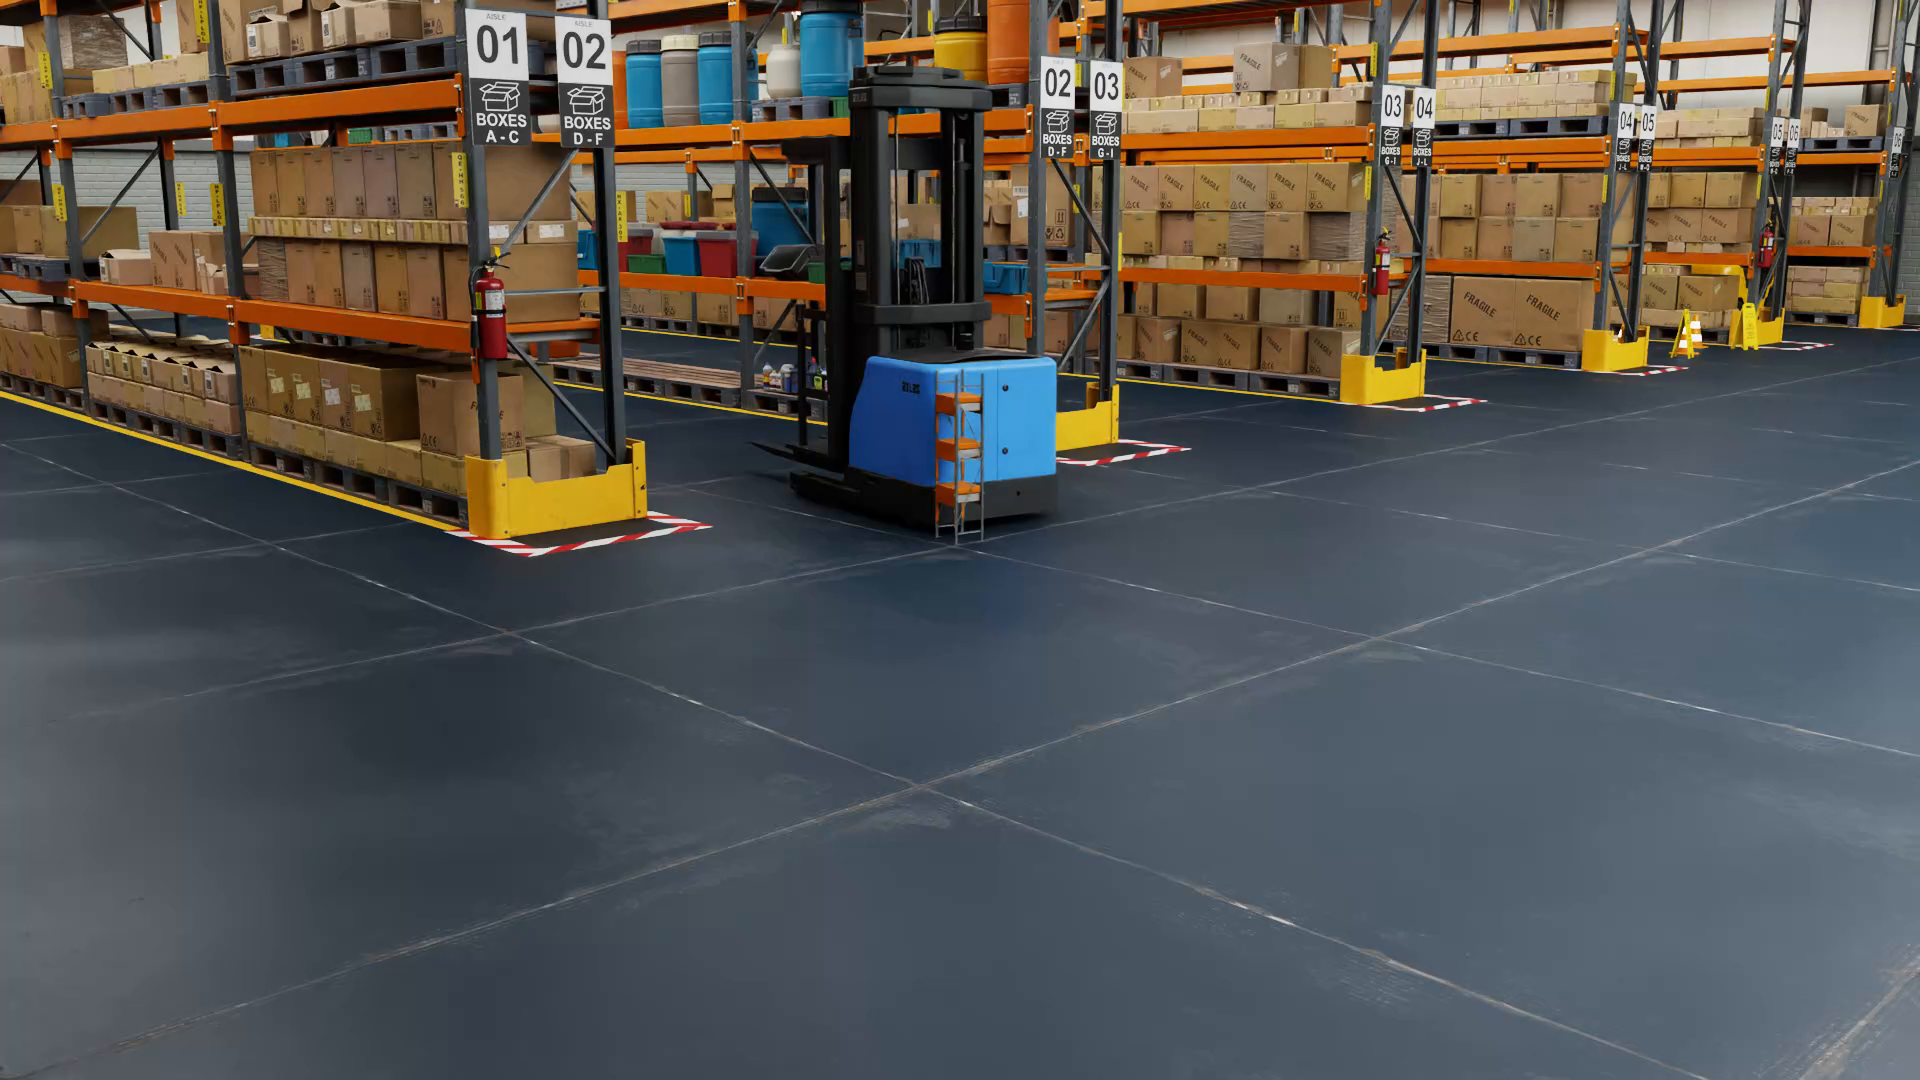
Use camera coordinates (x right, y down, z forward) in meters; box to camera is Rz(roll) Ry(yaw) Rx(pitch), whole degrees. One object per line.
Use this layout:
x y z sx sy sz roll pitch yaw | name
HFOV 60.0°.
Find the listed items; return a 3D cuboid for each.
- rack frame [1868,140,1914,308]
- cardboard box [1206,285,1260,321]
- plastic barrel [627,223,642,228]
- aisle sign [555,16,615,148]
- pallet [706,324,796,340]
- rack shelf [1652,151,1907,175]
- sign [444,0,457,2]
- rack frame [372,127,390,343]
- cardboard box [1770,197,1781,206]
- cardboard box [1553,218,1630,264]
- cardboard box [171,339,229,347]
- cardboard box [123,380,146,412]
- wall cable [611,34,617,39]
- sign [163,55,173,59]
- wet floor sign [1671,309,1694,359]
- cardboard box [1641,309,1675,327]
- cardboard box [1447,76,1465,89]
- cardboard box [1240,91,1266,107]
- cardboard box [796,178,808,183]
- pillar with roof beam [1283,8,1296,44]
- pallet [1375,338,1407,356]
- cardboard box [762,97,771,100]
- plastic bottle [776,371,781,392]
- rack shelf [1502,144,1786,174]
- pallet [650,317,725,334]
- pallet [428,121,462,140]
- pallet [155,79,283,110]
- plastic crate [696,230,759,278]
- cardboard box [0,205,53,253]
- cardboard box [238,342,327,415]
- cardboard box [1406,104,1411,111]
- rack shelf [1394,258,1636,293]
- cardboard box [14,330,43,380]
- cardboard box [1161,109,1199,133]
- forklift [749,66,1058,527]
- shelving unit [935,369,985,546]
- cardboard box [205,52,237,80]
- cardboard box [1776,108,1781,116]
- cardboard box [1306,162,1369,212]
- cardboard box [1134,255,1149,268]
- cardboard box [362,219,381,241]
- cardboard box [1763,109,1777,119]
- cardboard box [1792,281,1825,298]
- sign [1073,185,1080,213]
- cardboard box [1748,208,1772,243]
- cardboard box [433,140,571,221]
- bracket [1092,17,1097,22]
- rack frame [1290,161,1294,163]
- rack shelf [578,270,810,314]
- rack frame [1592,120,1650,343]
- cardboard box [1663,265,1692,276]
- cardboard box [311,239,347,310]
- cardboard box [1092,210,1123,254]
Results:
15.292 -5.030 27.366 1.000 3.000 0.127 -11 16 -43 | rack frame
4.274 -3.540 24.669 1.050 0.750 0.750 -11 16 -43 | cardboard box
-3.705 -3.369 19.024 0.421 0.512 0.421 0 12 0 | plastic barrel
-2.364 -2.883 10.504 0.394 0.787 0.004 -11 16 -43 | aisle sign
-3.163 -3.240 25.589 1.003 0.211 1.213 -11 16 -43 | pallet
13.910 -6.439 28.553 1.077 0.370 4.000 -11 16 -43 | rack shelf
-3.033 -3.367 9.864 0.100 0.325 0.005 -11 16 -43 | sign
-7.333 -4.018 22.453 1.000 3.000 0.127 -11 16 -43 | rack frame
13.938 -5.738 28.208 0.380 0.149 0.250 -10 16 -41 | cardboard box
7.905 -3.755 20.803 0.875 0.550 0.550 -11 16 -43 | cardboard box
-7.252 -1.761 15.883 0.500 0.311 0.500 -11 16 -43 | cardboard box
-7.295 -1.338 15.218 0.500 0.250 0.500 11 16 44 | cardboard box
-7.925 -11.111 34.044 2.277 5.999 0.120 -11 16 -43 | wall cable
-7.748 -4.582 16.279 0.100 0.325 0.005 -11 16 -43 | sign
9.646 -2.752 22.143 0.232 0.644 0.267 8 14 35 | wet floor sign
10.599 -3.354 25.004 0.500 0.250 0.500 -11 16 -42 | cardboard box
6.488 -5.886 21.444 0.380 0.149 0.250 -11 16 -43 | cardboard box
3.226 -4.736 17.887 0.250 0.149 0.380 11 16 42 | cardboard box
-2.738 -6.550 31.282 0.500 0.500 0.500 -11 16 -43 | cardboard box
4.062 -9.347 33.452 9.100 9.000 0.548 -11 16 -43 | pillar with roof beam
5.900 -2.729 23.110 1.003 0.211 1.213 -11 16 -43 | pallet
-2.414 -6.145 24.047 0.797 0.503 0.637 -11 16 -43 | cardboard box
-1.764 -1.558 16.358 0.097 0.201 0.097 0 12 0 | plastic bottle
10.323 -5.746 25.193 1.077 0.370 4.000 -11 16 -43 | rack shelf
-4.219 -3.464 26.677 1.003 0.211 1.213 -11 16 -43 | pallet
-5.935 -5.129 20.879 1.003 0.211 1.213 -11 16 -43 | pallet
-6.012 -3.663 13.771 1.217 0.209 0.805 11 16 43 | pallet
-2.364 -2.910 16.916 0.402 0.464 0.583 -11 16 -43 | plastic crate
-10.232 -3.391 18.122 0.700 0.500 0.500 -8 14 -34 | cardboard box
-5.299 -1.276 13.058 0.500 0.500 0.500 -11 16 -43 | cardboard box
5.916 -5.829 22.158 0.500 0.250 0.500 -11 16 -43 | cardboard box
6.813 -3.573 22.076 1.077 0.370 4.000 -11 16 -43 | rack shelf
-9.695 -1.991 17.718 0.500 0.500 0.500 11 16 43 | cardboard box
2.604 -4.684 18.626 0.500 0.250 0.500 11 16 43 | cardboard box
-0.562 -1.770 11.711 1.130 2.935 3.031 -7 14 -32 | forklift
-0.003 -0.512 10.265 0.215 1.050 0.252 -7 14 -29 | shelving unit
-5.812 -3.853 13.552 0.500 0.250 0.500 -9 15 -37 | cardboard box
13.798 -7.089 28.383 0.797 0.503 0.637 -10 15 -41 | cardboard box
3.978 -3.687 17.385 0.500 0.500 0.500 -11 16 -43 | cardboard box
2.241 -3.238 19.291 0.380 0.149 0.250 -11 16 -43 | cardboard box
-3.928 -2.162 11.588 0.380 0.149 0.250 -10 16 -41 | cardboard box
11.606 -6.155 24.038 0.380 0.149 0.250 -11 16 -43 | cardboard box
14.391 -4.236 28.046 0.500 0.250 0.500 -11 16 -43 | cardboard box
1.375 -4.030 19.642 0.100 0.325 0.005 -11 16 -43 | sign
11.578 -4.640 24.489 0.500 0.500 0.500 -11 16 -43 | cardboard box
-2.980 -2.339 10.841 0.700 0.500 0.500 -11 16 -42 | cardboard box
3.062 -12.475 39.717 0.235 0.232 0.430 -11 16 -43 | bracket
6.179 -5.505 29.673 1.000 3.000 0.127 -11 16 -43 | rack frame
-3.189 -2.790 18.276 1.077 0.370 4.000 -11 16 -43 | rack shelf
8.194 -3.633 20.586 1.000 3.000 0.127 -11 16 -43 | rack frame
10.660 -4.007 24.706 0.380 0.149 0.250 -10 15 -41 | cardboard box
-4.369 -1.996 12.391 0.700 0.500 0.500 -11 16 -42 | cardboard box
2.040 -3.661 19.736 0.875 0.500 0.500 -11 16 -43 | cardboard box
